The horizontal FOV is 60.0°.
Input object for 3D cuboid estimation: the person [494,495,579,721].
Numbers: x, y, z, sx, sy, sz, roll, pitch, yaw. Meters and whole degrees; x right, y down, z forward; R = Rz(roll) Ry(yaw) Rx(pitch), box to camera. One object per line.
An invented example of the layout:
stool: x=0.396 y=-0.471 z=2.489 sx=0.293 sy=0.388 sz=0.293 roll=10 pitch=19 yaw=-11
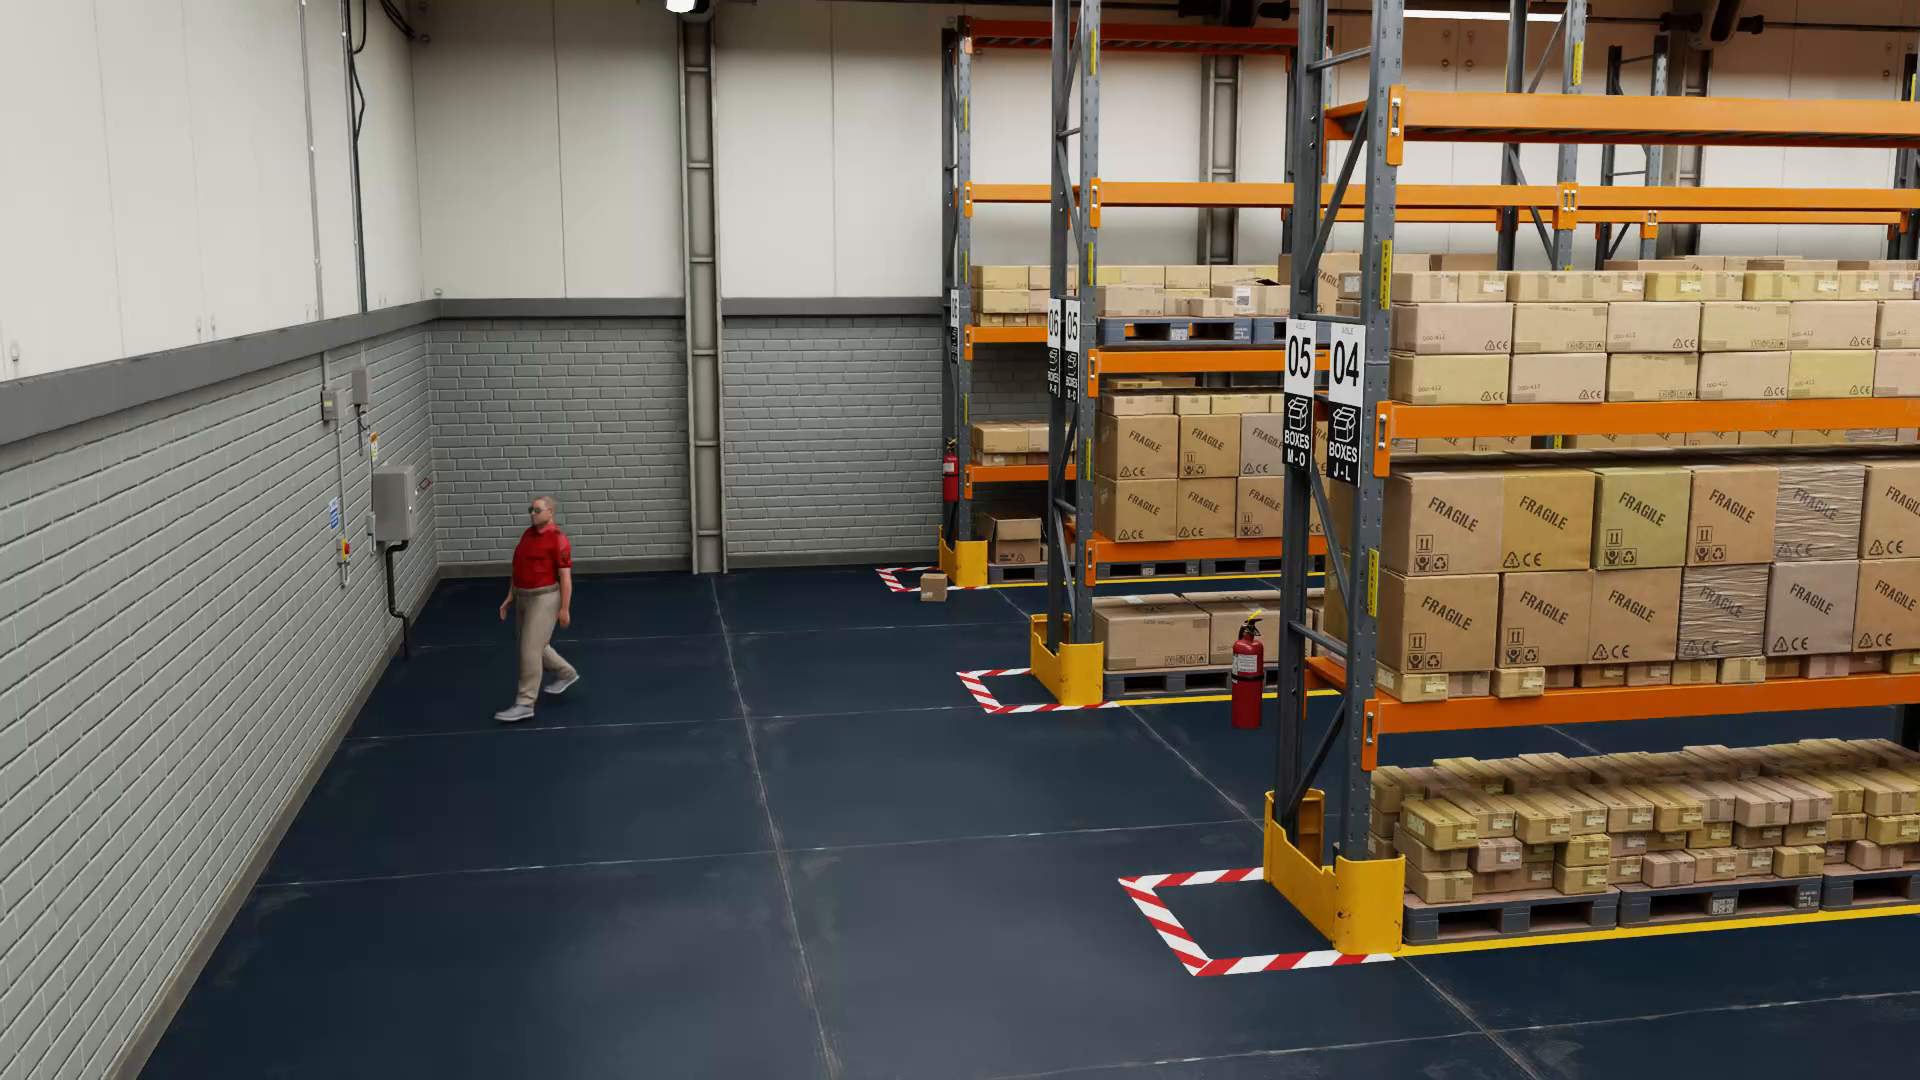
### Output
person: x=-3.318 y=0.499 z=12.965 sx=0.537 sy=1.686 sz=0.910 roll=9 pitch=13 yaw=44
